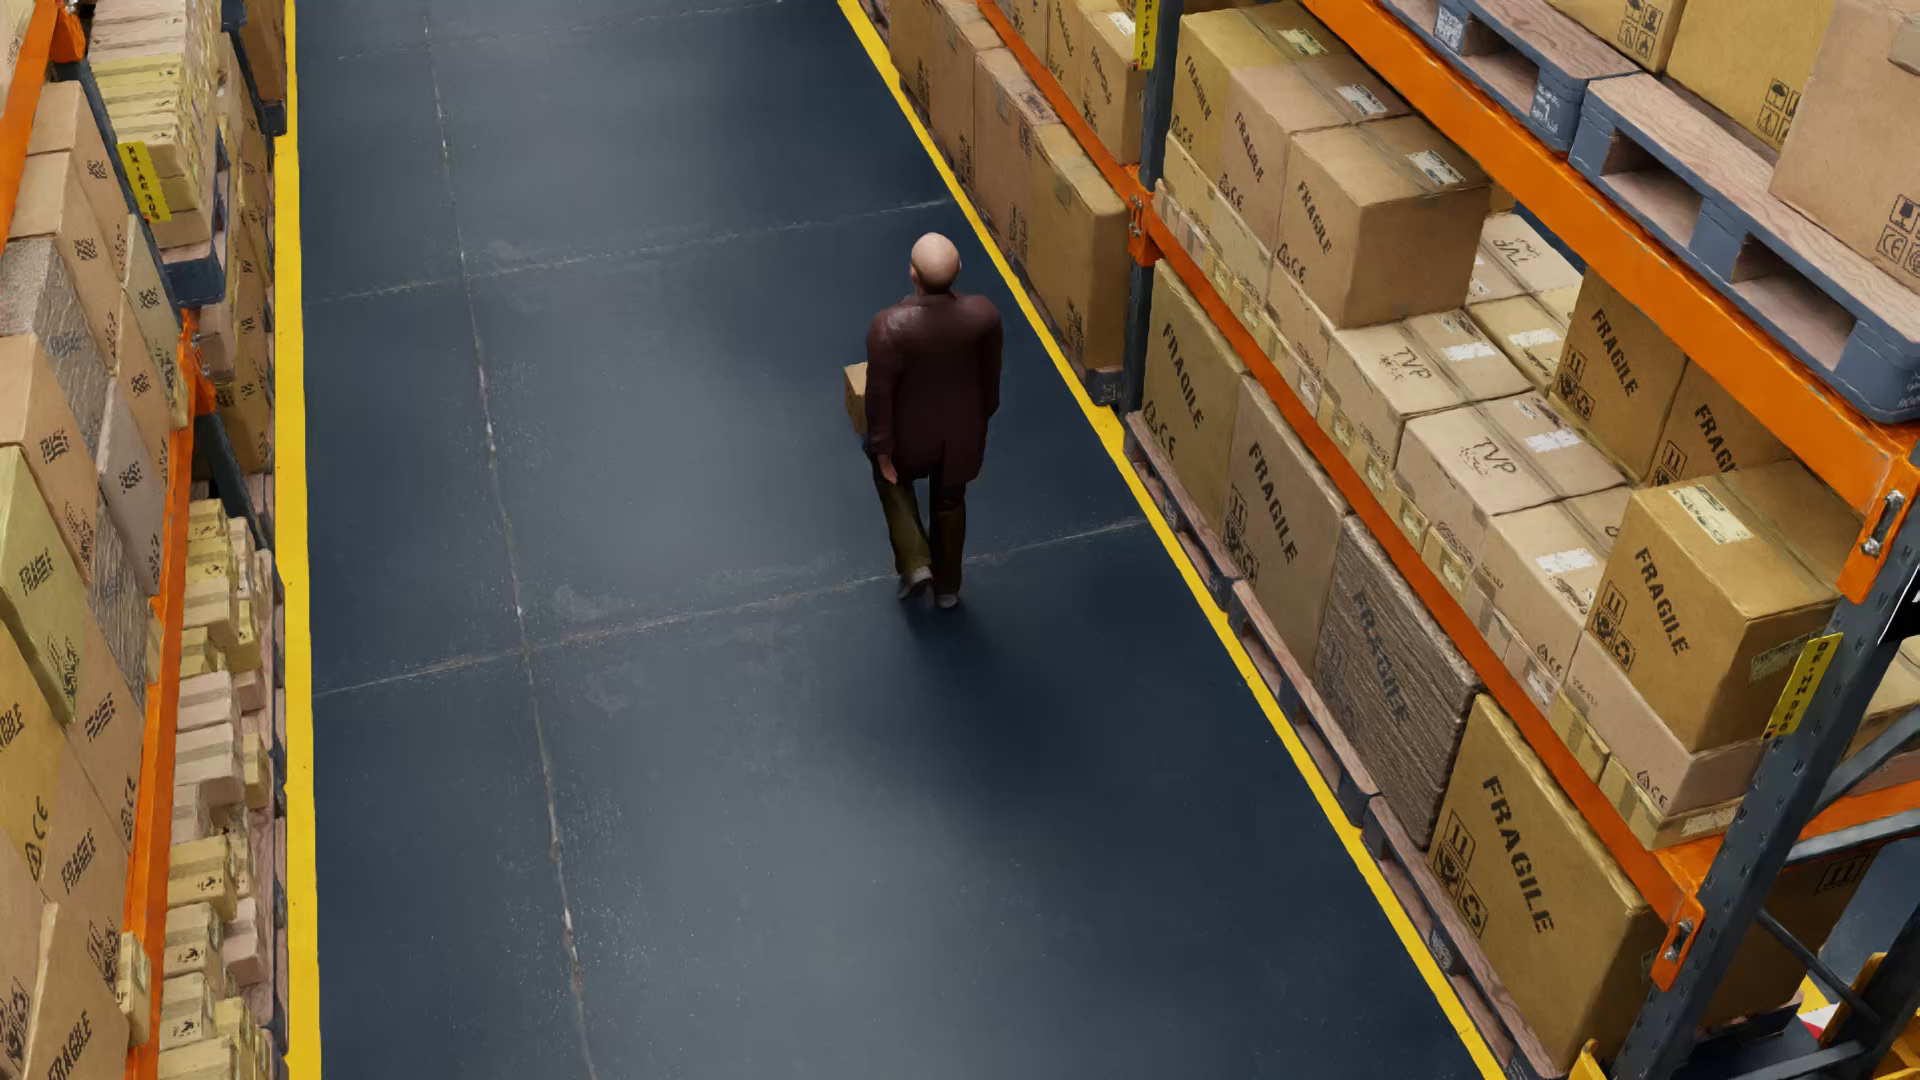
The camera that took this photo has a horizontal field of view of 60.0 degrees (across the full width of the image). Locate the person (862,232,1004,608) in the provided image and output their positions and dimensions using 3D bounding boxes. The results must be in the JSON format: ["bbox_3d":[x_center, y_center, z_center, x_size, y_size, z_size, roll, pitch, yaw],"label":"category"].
[{"bbox_3d":[-0.114,-0.466,6.670,0.571,1.783,0.518,-9,42,-10],"label":"person"}]
